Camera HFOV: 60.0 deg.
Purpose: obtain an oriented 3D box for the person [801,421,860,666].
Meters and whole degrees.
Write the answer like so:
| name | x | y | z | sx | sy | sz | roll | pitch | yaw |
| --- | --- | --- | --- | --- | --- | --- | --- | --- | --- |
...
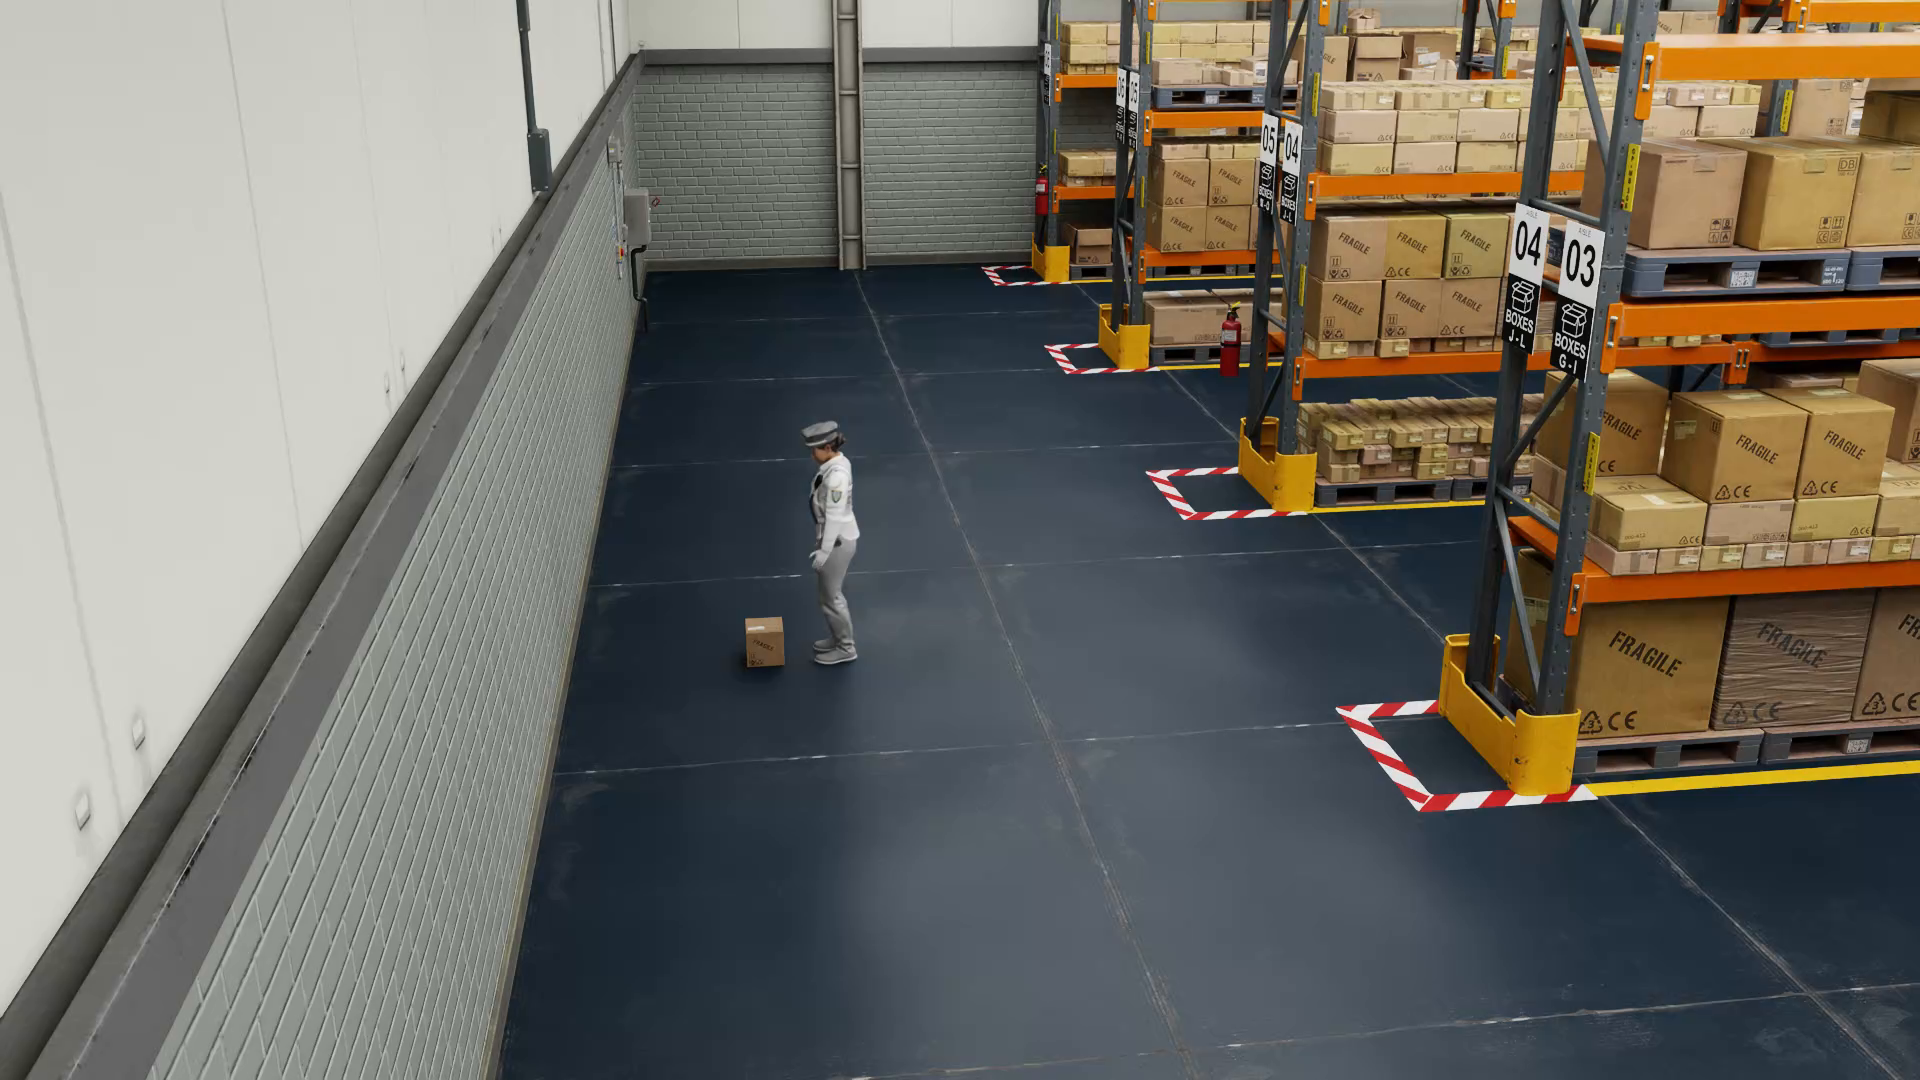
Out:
| name | x | y | z | sx | sy | sz | roll | pitch | yaw |
| --- | --- | --- | --- | --- | --- | --- | --- | --- | --- |
| person | -0.850 | 0.022 | 11.043 | 0.366 | 1.654 | 0.482 | -2 | 20 | -7 |
